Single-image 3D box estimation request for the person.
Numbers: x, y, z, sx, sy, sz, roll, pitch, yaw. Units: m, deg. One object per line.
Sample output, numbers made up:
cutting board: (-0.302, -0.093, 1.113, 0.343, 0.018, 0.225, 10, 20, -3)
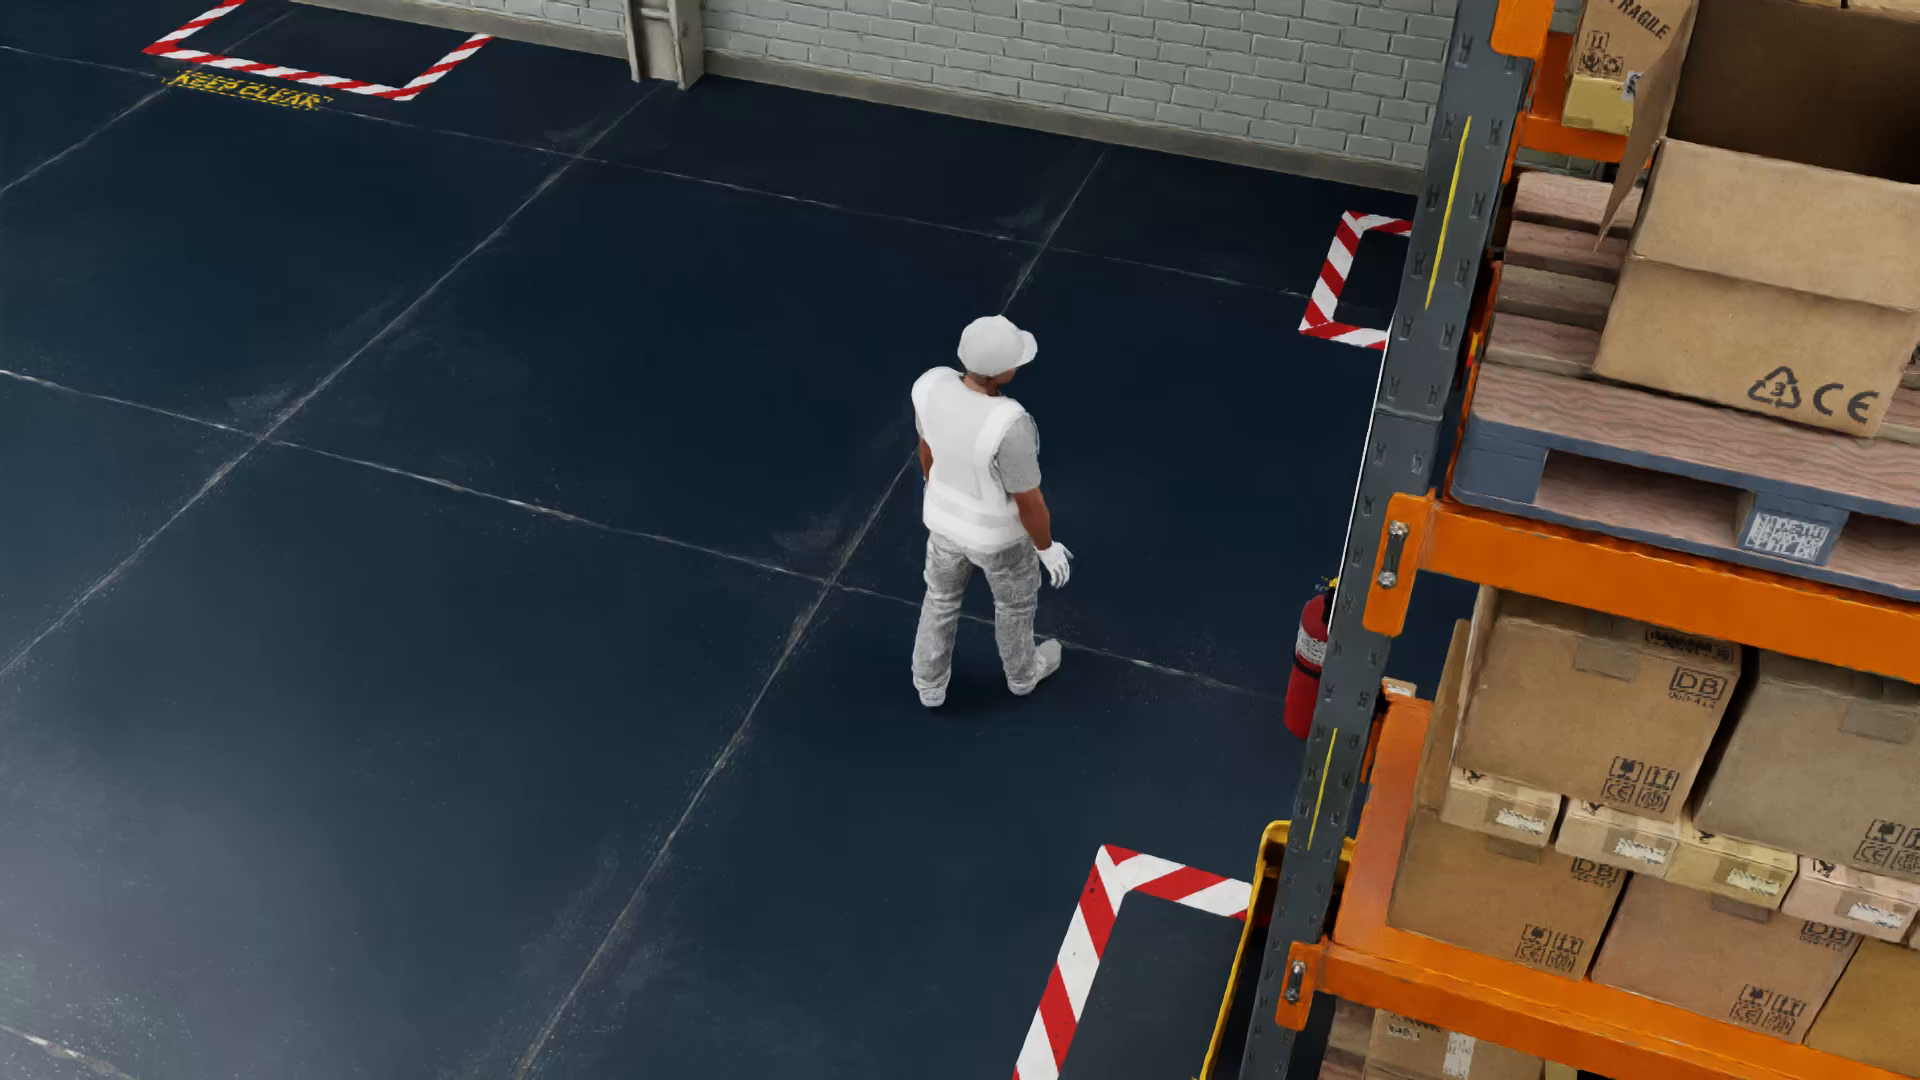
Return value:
person: (0.147, -0.094, 6.212, 0.690, 1.784, 0.581, 27, 48, 28)
